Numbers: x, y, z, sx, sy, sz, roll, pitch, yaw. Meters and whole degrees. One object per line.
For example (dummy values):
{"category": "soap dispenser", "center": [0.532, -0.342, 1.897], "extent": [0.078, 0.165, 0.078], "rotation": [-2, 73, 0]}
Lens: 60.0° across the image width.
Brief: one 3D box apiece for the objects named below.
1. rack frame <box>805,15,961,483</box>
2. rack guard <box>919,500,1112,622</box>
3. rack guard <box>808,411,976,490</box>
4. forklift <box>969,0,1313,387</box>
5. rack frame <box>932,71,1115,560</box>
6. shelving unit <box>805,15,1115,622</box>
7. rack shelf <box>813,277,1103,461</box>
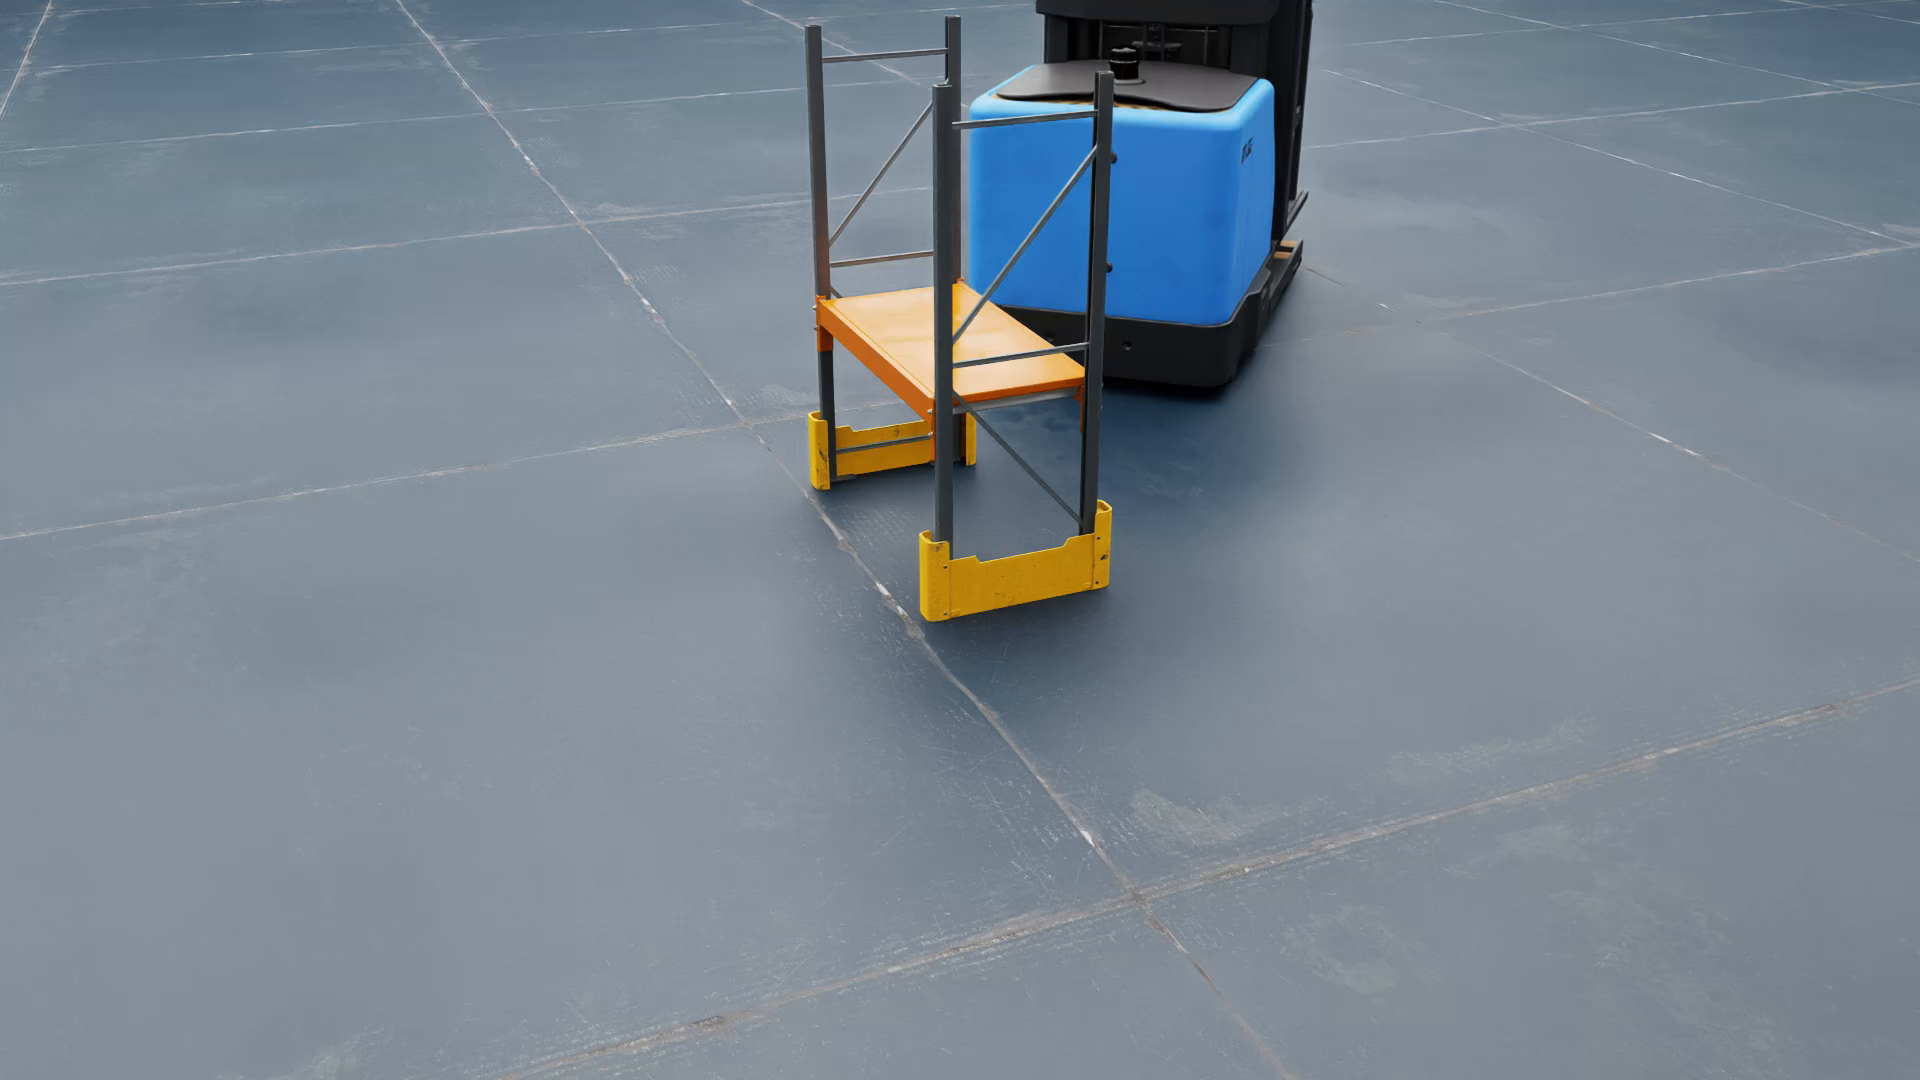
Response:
{"category": "rack frame", "center": [-0.232, -0.914, 5.412], "extent": [0.500, 1.500, 0.032], "rotation": [-11, 28, -21]}
{"category": "rack guard", "center": [0.165, 0.058, 4.846], "extent": [0.587, 0.250, 0.087], "rotation": [-11, 28, -21]}
{"category": "rack guard", "center": [-0.225, -0.344, 5.670], "extent": [0.587, 0.250, 0.087], "rotation": [-11, 28, -21]}
{"category": "forklift", "center": [0.971, -2.519, 7.068], "extent": [1.130, 2.935, 3.031], "rotation": [8, 27, 17]}
{"category": "rack frame", "center": [0.166, -0.503, 4.571], "extent": [0.500, 1.500, 0.032], "rotation": [-11, 28, -21]}
{"category": "shelving unit", "center": [-0.030, -0.705, 4.984], "extent": [0.587, 1.500, 1.083], "rotation": [-11, 28, -21]}
{"category": "rack shelf", "center": [-0.033, -0.547, 5.070], "extent": [0.538, 0.185, 1.000], "rotation": [-11, 28, -21]}
